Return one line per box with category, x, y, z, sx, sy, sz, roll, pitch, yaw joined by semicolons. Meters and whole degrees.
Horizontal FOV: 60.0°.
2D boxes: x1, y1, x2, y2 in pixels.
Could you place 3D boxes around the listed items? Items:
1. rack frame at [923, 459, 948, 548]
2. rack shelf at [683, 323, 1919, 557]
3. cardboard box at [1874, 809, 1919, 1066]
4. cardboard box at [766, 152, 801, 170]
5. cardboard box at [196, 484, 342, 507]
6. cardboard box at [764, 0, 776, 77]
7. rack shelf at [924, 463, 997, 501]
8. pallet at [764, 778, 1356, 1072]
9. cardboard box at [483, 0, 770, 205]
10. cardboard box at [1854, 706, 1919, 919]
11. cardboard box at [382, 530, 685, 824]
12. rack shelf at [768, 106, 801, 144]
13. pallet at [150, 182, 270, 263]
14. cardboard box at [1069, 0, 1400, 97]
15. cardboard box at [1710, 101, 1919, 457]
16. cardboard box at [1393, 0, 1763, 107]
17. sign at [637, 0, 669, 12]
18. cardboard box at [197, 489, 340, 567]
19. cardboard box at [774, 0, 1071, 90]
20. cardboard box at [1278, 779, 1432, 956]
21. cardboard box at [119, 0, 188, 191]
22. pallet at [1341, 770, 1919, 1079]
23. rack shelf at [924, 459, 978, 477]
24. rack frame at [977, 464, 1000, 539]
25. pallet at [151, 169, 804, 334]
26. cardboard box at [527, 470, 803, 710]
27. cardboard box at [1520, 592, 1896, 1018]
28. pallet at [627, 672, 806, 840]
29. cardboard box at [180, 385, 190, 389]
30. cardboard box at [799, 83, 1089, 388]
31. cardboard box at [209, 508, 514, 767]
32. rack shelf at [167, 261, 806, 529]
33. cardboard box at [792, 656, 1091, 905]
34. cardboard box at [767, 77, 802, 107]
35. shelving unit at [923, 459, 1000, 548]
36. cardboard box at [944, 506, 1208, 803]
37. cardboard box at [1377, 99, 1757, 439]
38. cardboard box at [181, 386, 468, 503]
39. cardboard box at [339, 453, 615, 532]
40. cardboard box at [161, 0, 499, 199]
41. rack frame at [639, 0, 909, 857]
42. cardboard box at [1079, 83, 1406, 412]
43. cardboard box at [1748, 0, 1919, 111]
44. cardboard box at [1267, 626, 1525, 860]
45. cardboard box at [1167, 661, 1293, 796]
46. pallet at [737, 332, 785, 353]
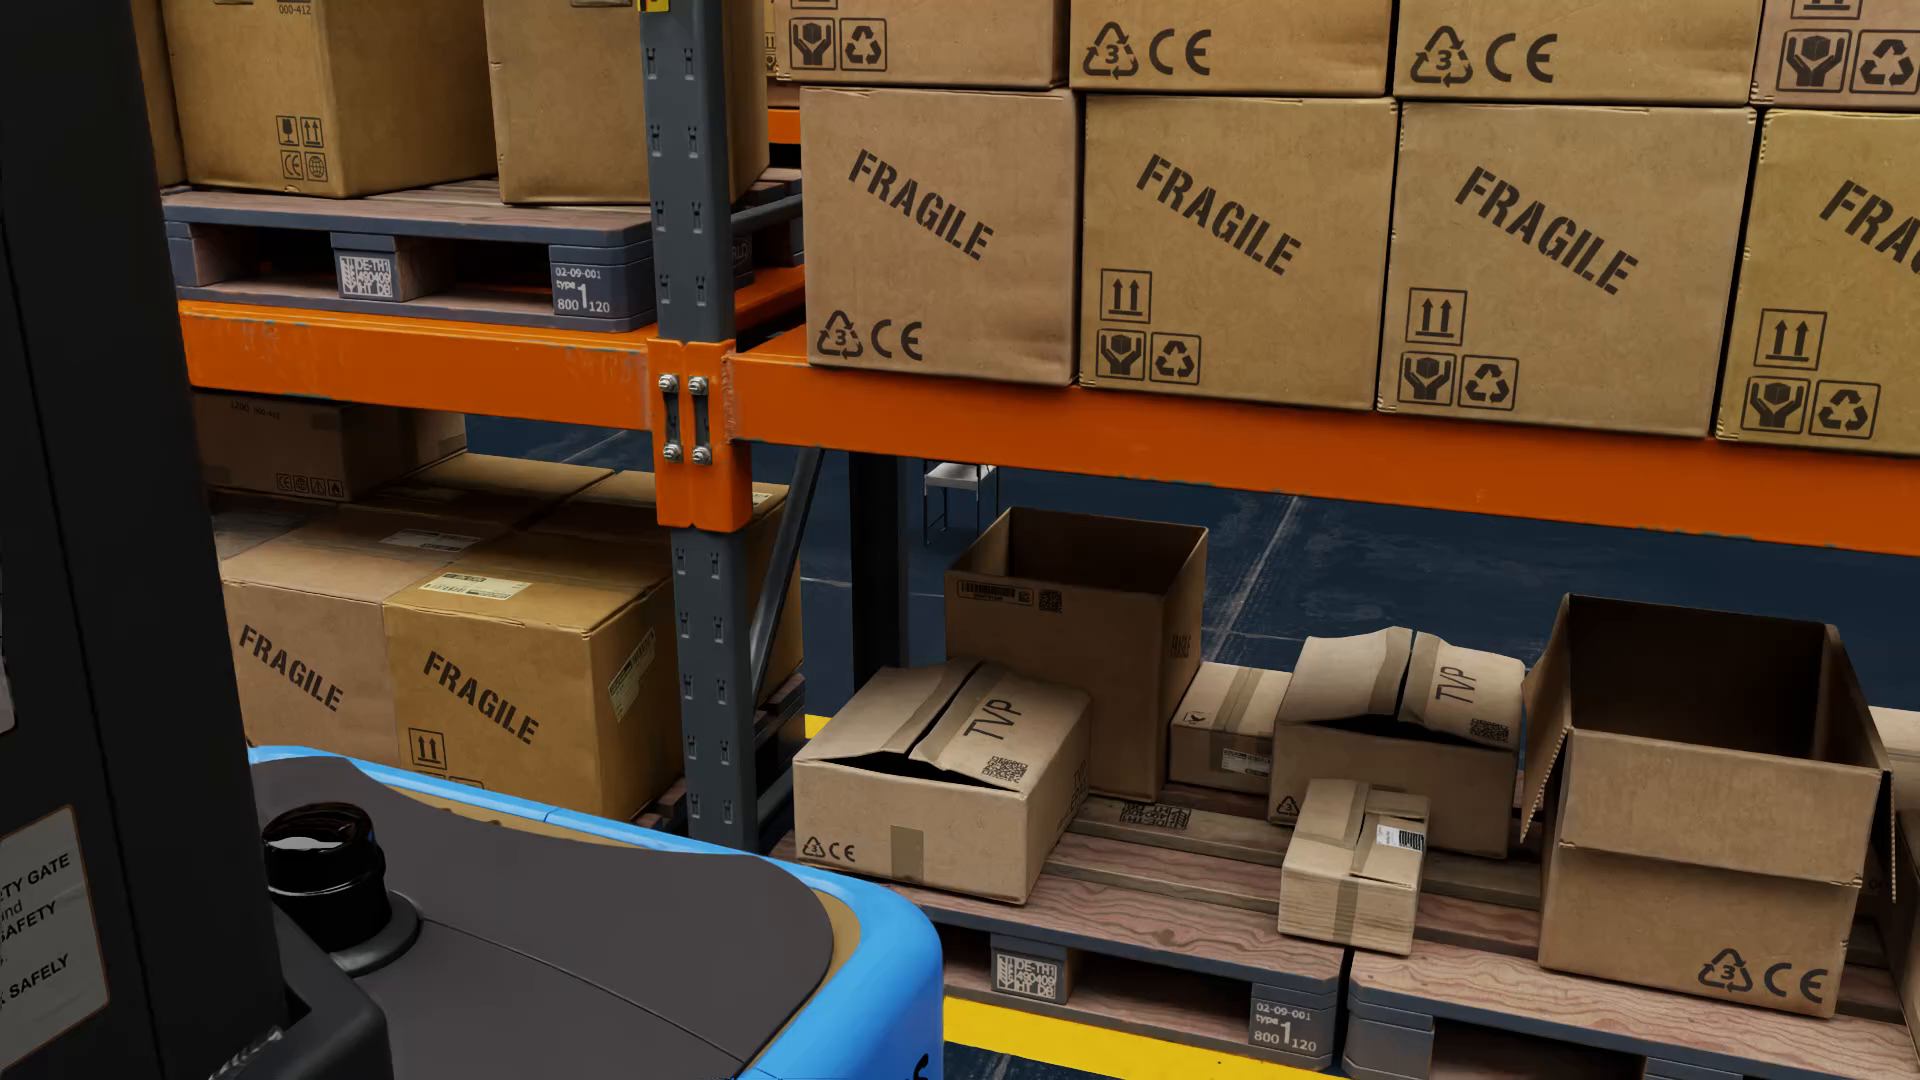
rack frame;-0.088;-0.435;5.957;0.006;0.900;0.240;7;20;18
rack shelf;1.538;-0.139;3.010;4.000;0.370;1.077;7;20;18
cardboard box;1.945;0.734;2.922;0.500;0.250;0.500;7;20;18
cardboard box;-1.031;-1.634;8.834;0.750;0.750;0.750;6;20;18
cardboard box;-1.706;0.039;4.535;0.500;0.500;0.500;7;20;19
cardboard box;-0.679;-2.565;8.244;0.500;0.500;0.500;7;20;20
rack shelf;0.008;-0.223;5.996;0.200;0.077;0.258;7;20;18
pallet;0.297;0.697;3.757;1.213;0.211;1.003;7;20;18
cardboard box;-0.726;-1.061;3.773;0.500;0.500;0.700;0;19;0
cardboard box;2.062;0.573;3.384;0.500;0.250;0.500;7;20;18
cardboard box;-0.912;0.314;3.748;0.500;0.500;0.500;6;20;18
rack shelf;-0.619;-2.112;8.670;4.000;0.370;1.077;7;20;18
pallet;-2.292;-0.827;4.184;1.213;0.211;1.003;7;20;18
cardboard box;0.489;-1.020;2.774;0.500;0.500;0.500;6;20;16
cardboard box;1.478;-0.439;2.625;0.500;0.500;0.500;6;20;17
cardboard box;0.974;-0.964;2.615;0.500;0.500;0.500;6;20;16
sign;-0.530;-1.068;2.825;0.005;0.325;0.100;7;20;18
cardboard box;-1.850;0.203;4.065;0.500;0.500;0.500;7;20;19
cardboard box;0.001;-1.076;2.934;0.500;0.500;0.500;7;20;19
cardboard box;0.794;0.638;3.324;0.250;0.166;0.380;7;20;18
cardboard box;-2.041;-1.112;3.919;0.500;0.500;0.700;1;19;4
pallet;1.453;0.828;3.381;1.213;0.211;1.003;7;20;18
rack shelf;0.008;-0.308;5.966;0.200;0.077;0.258;7;20;18
rack frame;0.104;-0.413;5.894;0.006;0.900;0.240;7;20;18
pallet;-1.071;-0.724;3.888;1.213;0.211;1.003;7;20;18
cardboard box;-0.729;0.150;4.218;0.500;0.500;0.500;6;20;16
cardboard box;1.425;0.478;3.273;0.637;0.503;0.797;7;20;18
pallet;-1.132;0.546;4.189;1.213;0.211;1.003;7;20;18
cardboard box;-2.147;-0.366;4.560;0.500;0.250;0.500;6;20;17
cardboard box;0.040;-0.602;3.094;0.500;0.500;0.500;7;20;19
cardboard box;-1.376;0.258;3.909;0.500;0.500;0.500;7;20;18
rack shelf;-2.241;-0.571;4.250;4.000;0.370;1.077;7;20;18
cardboard box;-0.026;0.480;3.559;0.500;0.311;0.500;7;20;18
cardboard box;-0.820;-2.288;8.435;0.250;0.149;0.380;7;20;18
shelving unit;0.008;-0.424;5.926;0.210;0.900;0.258;7;20;18
cardboard box;0.280;0.251;3.927;0.500;0.500;0.500;7;20;18
cardboard box;0.997;-0.493;2.782;0.500;0.500;0.500;6;20;18
cardboard box;-1.673;-0.312;4.405;0.500;0.250;0.500;7;20;18
cardboard box;-1.236;0.096;4.373;0.500;0.500;0.500;7;20;19
cardboard box;-1.396;-1.115;3.929;0.500;0.500;0.700;10;22;27
rack frame;-0.352;-0.695;3.512;0.127;3.000;1.000;7;20;18
cardboard box;0.525;-0.548;2.939;0.500;0.500;0.500;7;20;19
cardboard box;1.462;-0.909;2.455;0.500;0.500;0.500;7;20;20
cardboard box;0.988;0.422;3.726;0.500;0.311;0.500;7;20;18
cardboard box;0.654;0.439;3.922;0.250;0.149;0.380;7;20;18
pallet;-0.639;-1.110;8.939;1.213;0.211;1.003;7;20;18
